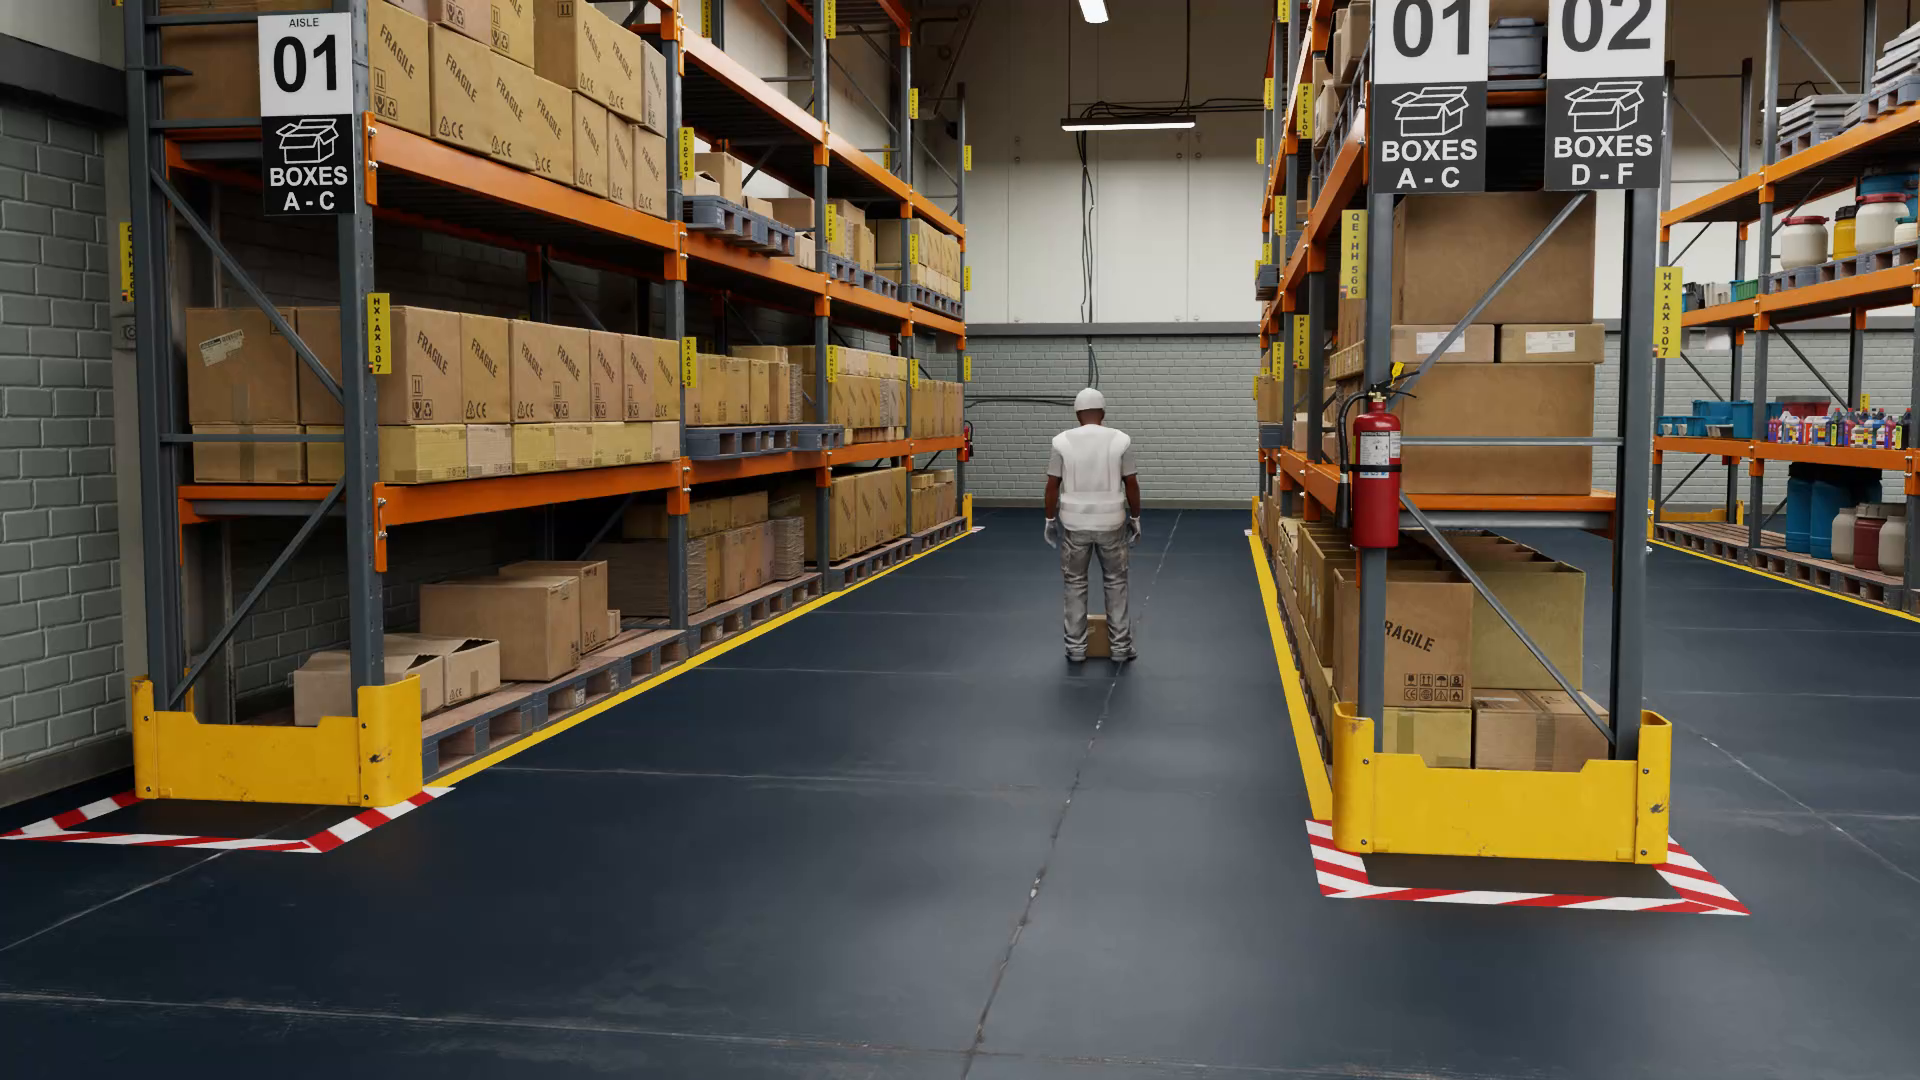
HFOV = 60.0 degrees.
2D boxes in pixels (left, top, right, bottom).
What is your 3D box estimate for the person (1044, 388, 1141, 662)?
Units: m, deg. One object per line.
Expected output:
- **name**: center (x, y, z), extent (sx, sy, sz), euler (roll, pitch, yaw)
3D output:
- **person**: center (0.864, -0.102, 10.833), extent (0.629, 1.774, 0.445), euler (0, 4, 5)
